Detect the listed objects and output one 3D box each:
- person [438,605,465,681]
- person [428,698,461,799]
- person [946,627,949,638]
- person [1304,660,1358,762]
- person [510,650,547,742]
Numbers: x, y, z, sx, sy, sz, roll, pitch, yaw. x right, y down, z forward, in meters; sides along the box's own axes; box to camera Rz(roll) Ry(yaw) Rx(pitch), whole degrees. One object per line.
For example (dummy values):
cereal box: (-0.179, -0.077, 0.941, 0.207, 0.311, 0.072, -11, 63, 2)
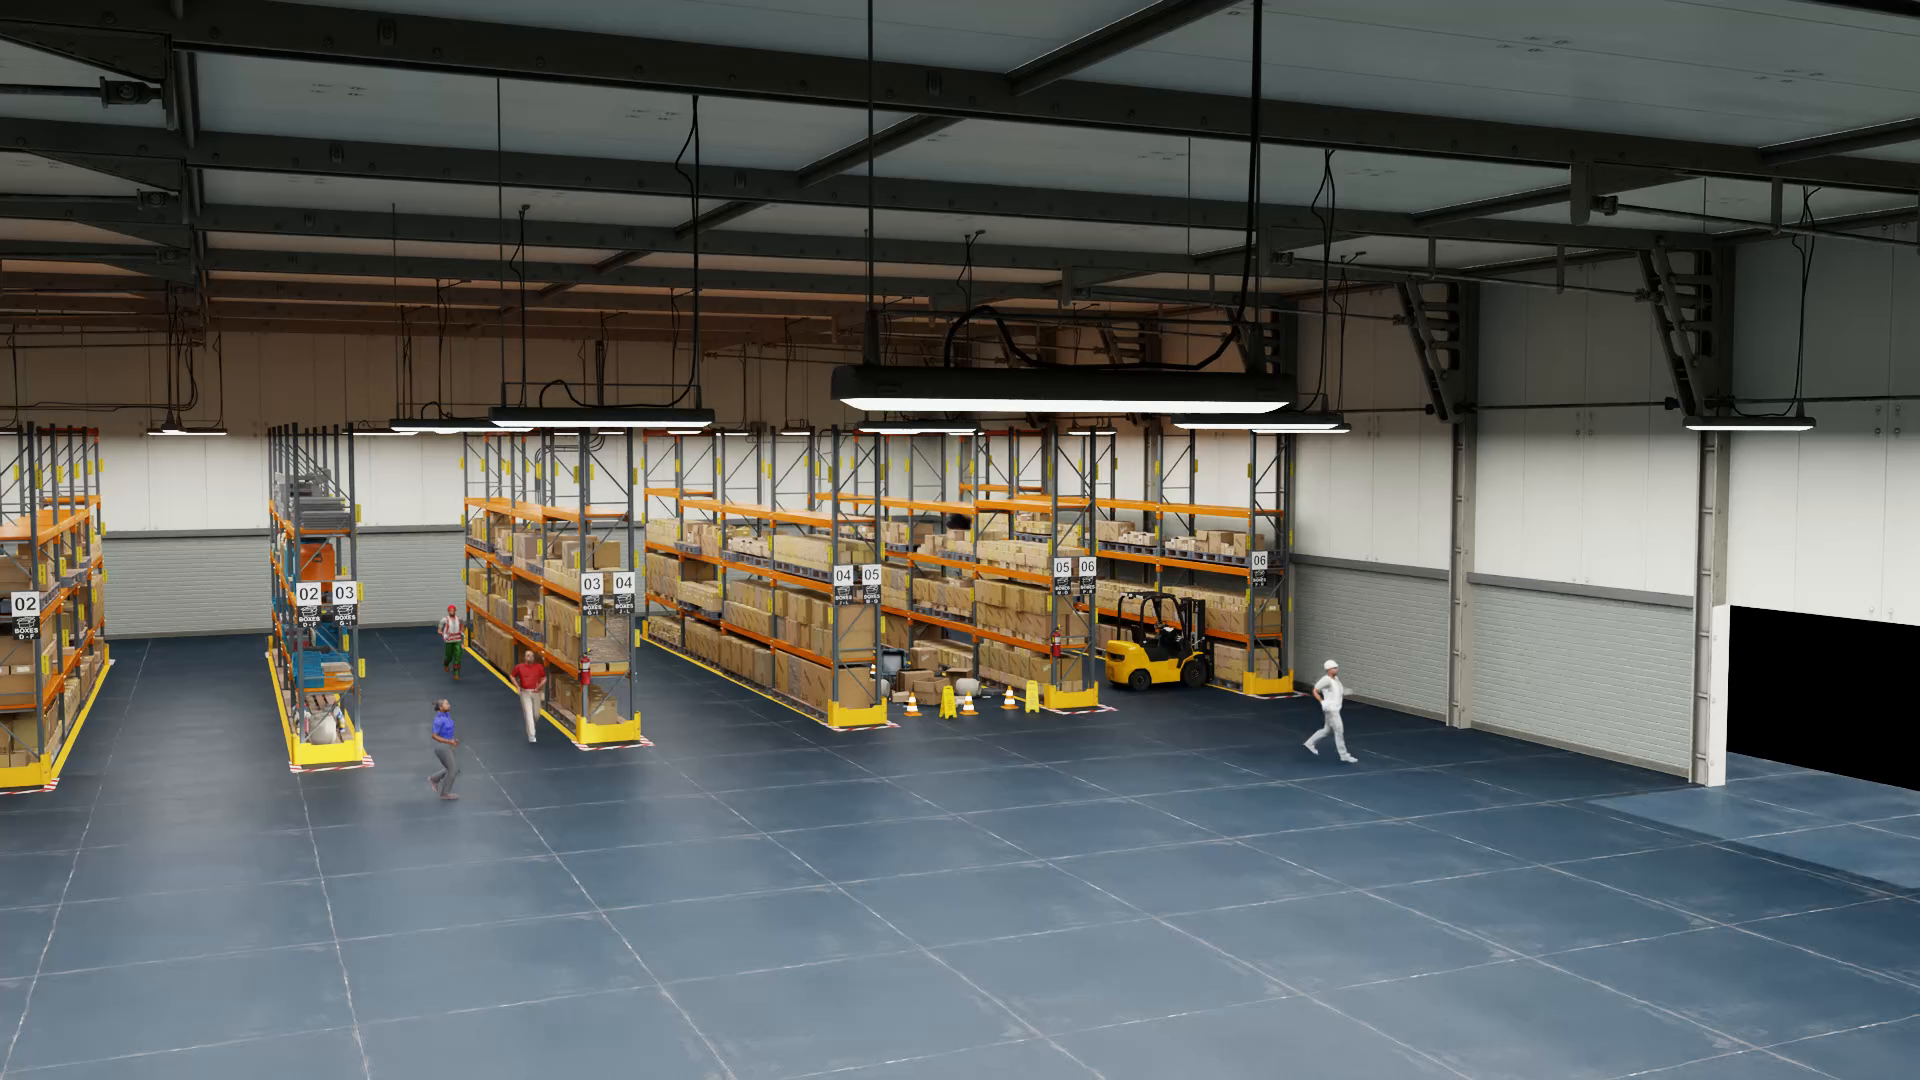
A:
person: (-12.088, 2.426, 39.603, 0.656, 1.783, 0.899, -2, 4, -33)
person: (-8.176, 3.306, 26.372, 0.562, 1.604, 0.573, 0, 3, 1)
person: (-0.426, 2.059, 46.889, 0.615, 1.602, 0.727, -2, 4, -29)
person: (6.574, 3.004, 29.422, 1.002, 1.766, 0.687, 2, 4, 26)
person: (-8.139, 2.929, 31.437, 0.673, 1.689, 0.886, -2, 4, -25)
